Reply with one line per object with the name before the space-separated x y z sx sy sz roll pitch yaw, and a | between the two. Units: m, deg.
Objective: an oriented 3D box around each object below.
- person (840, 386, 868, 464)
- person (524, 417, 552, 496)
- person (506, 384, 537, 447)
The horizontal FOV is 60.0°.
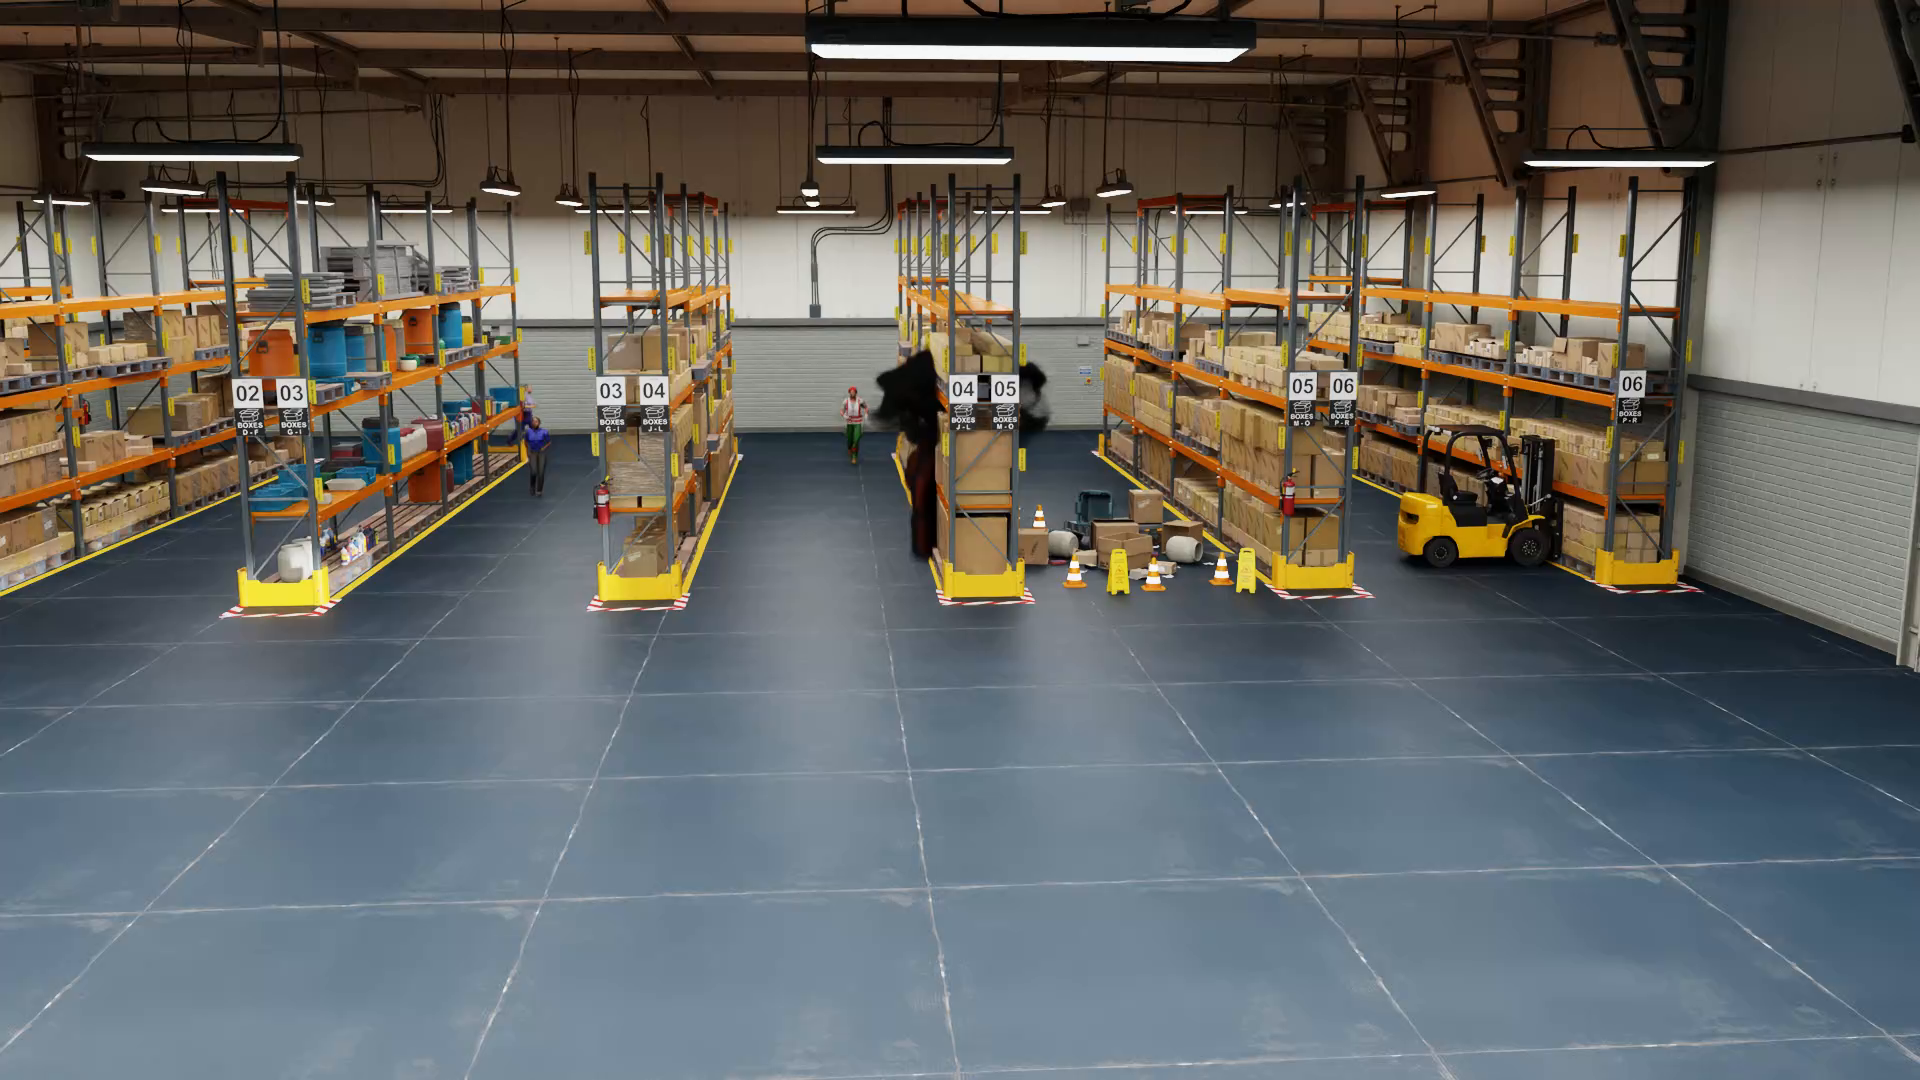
person | -2.479 -2.707 38.929 0.667 1.784 0.957 0 10 1
person | -8.497 -1.663 33.478 0.561 1.608 0.573 -2 10 -10
person | -10.823 -3.037 41.233 0.936 1.685 0.627 1 10 3
